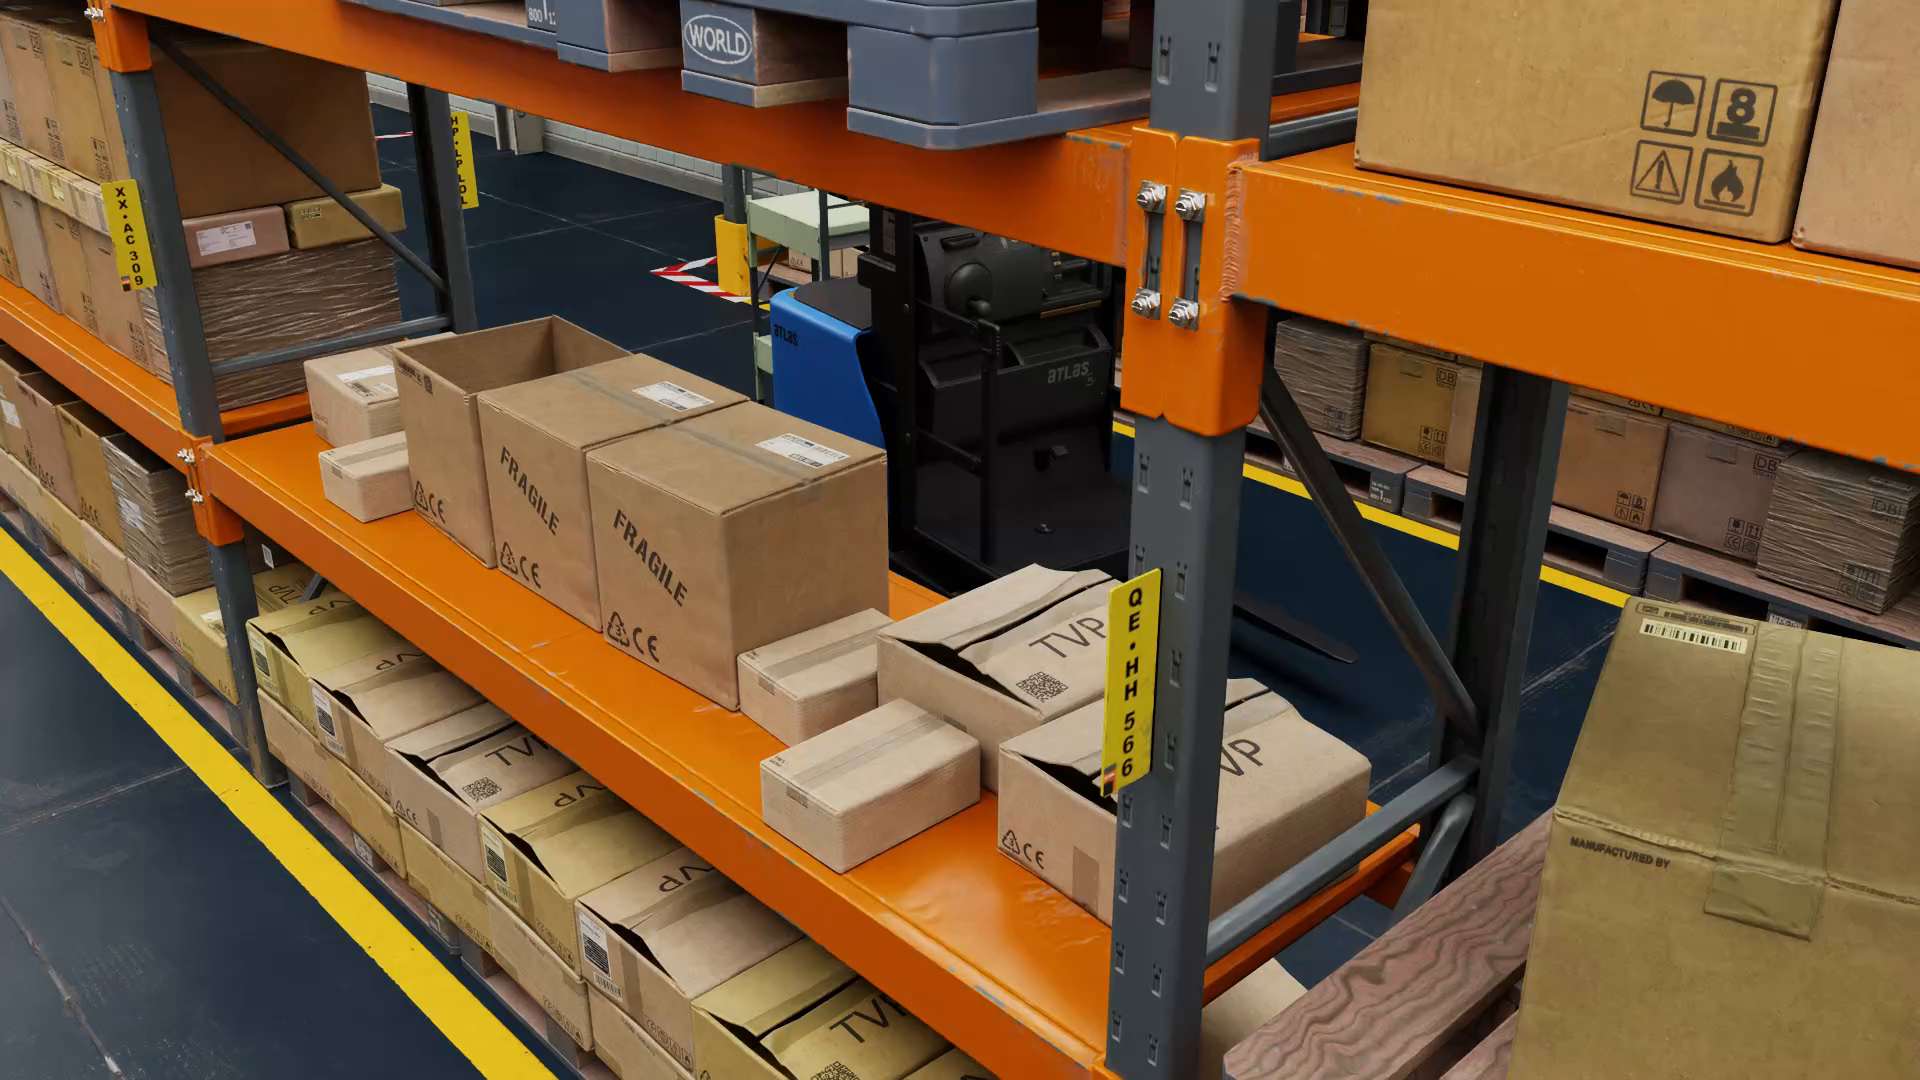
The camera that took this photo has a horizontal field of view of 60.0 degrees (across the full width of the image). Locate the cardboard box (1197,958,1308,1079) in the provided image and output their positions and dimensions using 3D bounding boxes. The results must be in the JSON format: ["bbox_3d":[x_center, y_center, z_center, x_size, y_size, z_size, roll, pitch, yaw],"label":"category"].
[{"bbox_3d":[0.495,1.132,3.787,0.500,0.311,0.500,-20,31,-37],"label":"cardboard box"}]

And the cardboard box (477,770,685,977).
[{"bbox_3d":[-0.943,0.823,4.463,0.500,0.311,0.500,-20,31,-37],"label":"cardboard box"}]

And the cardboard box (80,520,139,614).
[{"bbox_3d":[-3.259,0.037,6.862,0.500,0.250,0.500,-21,32,-38],"label":"cardboard box"}]

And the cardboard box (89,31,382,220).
[{"bbox_3d":[-2.403,-1.411,5.546,0.700,0.500,0.500,-21,32,-38],"label":"cardboard box"}]

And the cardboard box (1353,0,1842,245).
[{"bbox_3d":[0.961,-0.719,1.977,0.910,0.500,0.500,-21,32,-38],"label":"cardboard box"}]

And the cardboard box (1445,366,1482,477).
[{"bbox_3d":[2.742,-0.586,7.901,0.700,0.500,0.500,-21,32,-38],"label":"cardboard box"}]

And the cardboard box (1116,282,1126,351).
[{"bbox_3d":[0.779,-1.415,9.720,0.500,0.500,0.500,21,32,38],"label":"cardboard box"}]

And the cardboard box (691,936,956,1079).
[{"bbox_3d":[-0.259,1.129,3.792,0.500,0.311,0.500,-22,32,-39],"label":"cardboard box"}]

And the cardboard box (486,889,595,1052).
[{"bbox_3d":[-0.949,1.075,4.586,0.500,0.250,0.500,-20,32,-38],"label":"cardboard box"}]

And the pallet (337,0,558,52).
[{"bbox_3d":[-0.657,-1.228,3.442,1.003,0.211,1.213,-19,31,-36],"label":"pallet"}]

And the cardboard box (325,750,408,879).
[{"bbox_3d":[-1.652,0.765,5.267,0.500,0.250,0.500,-20,31,-37],"label":"cardboard box"}]

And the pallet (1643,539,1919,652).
[{"bbox_3d":[3.719,0.194,7.071,1.003,0.211,1.213,-21,32,-38],"label":"pallet"}]

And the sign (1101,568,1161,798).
[{"bbox_3d":[0.236,0.201,2.301,0.100,0.325,0.005,-21,32,-38],"label":"sign"}]

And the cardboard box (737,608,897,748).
[{"bbox_3d":[-0.274,0.313,3.753,0.380,0.149,0.250,-18,30,-35],"label":"cardboard box"}]

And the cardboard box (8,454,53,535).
[{"bbox_3d":[-3.939,-0.267,7.529,0.500,0.250,0.500,-21,32,-38],"label":"cardboard box"}]

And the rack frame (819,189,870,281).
[{"bbox_3d":[-0.490,-1.010,8.158,0.400,1.500,0.023,-16,29,-32],"label":"rack frame"}]

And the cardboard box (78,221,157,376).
[{"bbox_3d":[-2.769,-0.979,6.162,0.700,0.500,0.500,-22,32,-39],"label":"cardboard box"}]

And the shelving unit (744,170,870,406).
[{"bbox_3d":[-0.700,-1.135,8.430,0.431,1.500,0.755,-16,29,-32],"label":"shelving unit"}]

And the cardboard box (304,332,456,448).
[{"bbox_3d":[-1.727,-0.438,5.277,0.500,0.250,0.500,-19,31,-35],"label":"cardboard box"}]

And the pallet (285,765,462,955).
[{"bbox_3d":[-1.563,0.838,5.659,1.003,0.211,1.213,-21,32,-38],"label":"pallet"}]

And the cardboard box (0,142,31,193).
[{"bbox_3d":[-3.488,-1.470,6.456,0.380,0.149,0.250,-20,31,-37],"label":"cardboard box"}]

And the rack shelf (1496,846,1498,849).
[{"bbox_3d":[2.006,1.502,1.710,1.077,0.370,4.000,-21,32,-38],"label":"rack shelf"}]

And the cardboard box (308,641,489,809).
[{"bbox_3d":[-1.657,0.511,5.148,0.500,0.311,0.500,-22,32,-39],"label":"cardboard box"}]

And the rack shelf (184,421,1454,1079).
[{"bbox_3d":[-0.728,0.290,4.367,1.077,0.370,4.000,-21,32,-38],"label":"rack shelf"}]

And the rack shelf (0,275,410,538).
[{"bbox_3d":[-3.462,-0.922,7.023,1.077,0.370,4.000,-21,32,-38],"label":"rack shelf"}]

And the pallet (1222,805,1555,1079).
[{"bbox_3d":[1.153,0.842,2.522,1.213,0.211,1.003,-21,32,-38],"label":"pallet"}]

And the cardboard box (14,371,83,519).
[{"bbox_3d":[-3.602,-0.455,7.037,0.500,0.500,0.500,-21,32,-38],"label":"cardboard box"}]

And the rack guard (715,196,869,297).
[{"bbox_3d":[-1.164,-2.101,11.753,1.175,0.500,0.348,-21,32,-38],"label":"rack guard"}]

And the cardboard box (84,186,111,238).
[{"bbox_3d":[-2.786,-1.159,5.775,0.380,0.149,0.250,-22,33,-40],"label":"cardboard box"}]

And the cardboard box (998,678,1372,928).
[{"bbox_3d":[0.422,0.487,3.176,0.500,0.311,0.500,-19,31,-35],"label":"cardboard box"}]

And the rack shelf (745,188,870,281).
[{"bbox_3d":[-0.700,-1.490,8.268,0.431,0.370,0.720,-16,29,-32],"label":"rack shelf"}]

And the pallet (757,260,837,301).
[{"bbox_3d":[-0.635,-1.713,11.252,1.003,0.211,1.213,-21,32,-38],"label":"pallet"}]

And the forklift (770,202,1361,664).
[{"bbox_3d":[0.362,-1.120,6.673,1.130,2.935,3.031,-16,29,-32],"label":"forklift"}]

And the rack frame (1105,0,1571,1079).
[{"bbox_3d":[0.641,0.568,2.891,0.949,2.616,0.053,-21,32,-38],"label":"rack frame"}]

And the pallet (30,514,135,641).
[{"bbox_3d":[-3.447,0.003,7.489,1.003,0.211,1.213,-21,32,-38],"label":"pallet"}]

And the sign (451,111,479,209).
[{"bbox_3d":[-1.706,-1.291,5.665,0.100,0.325,0.005,-21,32,-38],"label":"sign"}]

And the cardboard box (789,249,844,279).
[{"bbox_3d":[-0.809,-2.003,11.236,0.500,0.311,0.500,19,31,36],"label":"cardboard box"}]

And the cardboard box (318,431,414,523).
[{"bbox_3d":[-1.639,-0.202,4.882,0.380,0.149,0.250,-21,32,-38],"label":"cardboard box"}]

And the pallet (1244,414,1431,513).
[{"bbox_3d":[2.051,-0.545,8.691,1.003,0.211,1.213,-21,32,-38],"label":"pallet"}]

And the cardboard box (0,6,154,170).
[{"bbox_3d":[-3.091,-1.716,6.214,0.700,0.500,0.500,-21,32,-38],"label":"cardboard box"}]

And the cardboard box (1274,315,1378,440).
[{"bbox_3d":[2.033,-0.894,8.577,0.700,0.500,0.500,-20,31,-37],"label":"cardboard box"}]

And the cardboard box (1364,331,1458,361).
[{"bbox_3d":[2.337,-1.103,8.131,0.500,0.250,0.500,-22,33,-39],"label":"cardboard box"}]

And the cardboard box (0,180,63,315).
[{"bbox_3d":[-3.460,-1.287,6.837,0.700,0.500,0.500,-20,31,-37],"label":"cardboard box"}]

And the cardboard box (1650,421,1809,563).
[{"bbox_3d":[3.455,-0.293,7.260,0.700,0.500,0.500,-21,32,-39],"label":"cardboard box"}]

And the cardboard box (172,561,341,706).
[{"bbox_3d":[-2.572,0.338,6.201,0.500,0.250,0.500,-21,32,-38],"label":"cardboard box"}]

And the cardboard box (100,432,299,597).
[{"bbox_3d":[-2.905,-0.158,6.385,0.500,0.500,0.500,-21,32,-38],"label":"cardboard box"}]

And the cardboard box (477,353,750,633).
[{"bbox_3d":[-0.880,-0.140,4.322,0.500,0.500,0.500,-21,32,-38],"label":"cardboard box"}]

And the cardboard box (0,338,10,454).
[{"bbox_3d":[-4.282,-0.760,7.704,0.500,0.500,0.500,-21,32,-38],"label":"cardboard box"}]

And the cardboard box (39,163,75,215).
[{"bbox_3d":[-3.132,-1.314,6.114,0.380,0.149,0.250,-21,32,-39],"label":"cardboard box"}]

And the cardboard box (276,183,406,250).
[{"bbox_3d":[-2.138,-1.120,5.689,0.380,0.149,0.250,-21,32,-39],"label":"cardboard box"}]

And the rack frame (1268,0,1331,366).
[{"bbox_3d":[1.518,-2.049,8.628,1.000,3.000,0.127,-21,32,-38],"label":"rack frame"}]

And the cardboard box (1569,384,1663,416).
[{"bbox_3d":[3.023,-0.790,7.445,0.500,0.250,0.500,-21,32,-39],"label":"cardboard box"}]
